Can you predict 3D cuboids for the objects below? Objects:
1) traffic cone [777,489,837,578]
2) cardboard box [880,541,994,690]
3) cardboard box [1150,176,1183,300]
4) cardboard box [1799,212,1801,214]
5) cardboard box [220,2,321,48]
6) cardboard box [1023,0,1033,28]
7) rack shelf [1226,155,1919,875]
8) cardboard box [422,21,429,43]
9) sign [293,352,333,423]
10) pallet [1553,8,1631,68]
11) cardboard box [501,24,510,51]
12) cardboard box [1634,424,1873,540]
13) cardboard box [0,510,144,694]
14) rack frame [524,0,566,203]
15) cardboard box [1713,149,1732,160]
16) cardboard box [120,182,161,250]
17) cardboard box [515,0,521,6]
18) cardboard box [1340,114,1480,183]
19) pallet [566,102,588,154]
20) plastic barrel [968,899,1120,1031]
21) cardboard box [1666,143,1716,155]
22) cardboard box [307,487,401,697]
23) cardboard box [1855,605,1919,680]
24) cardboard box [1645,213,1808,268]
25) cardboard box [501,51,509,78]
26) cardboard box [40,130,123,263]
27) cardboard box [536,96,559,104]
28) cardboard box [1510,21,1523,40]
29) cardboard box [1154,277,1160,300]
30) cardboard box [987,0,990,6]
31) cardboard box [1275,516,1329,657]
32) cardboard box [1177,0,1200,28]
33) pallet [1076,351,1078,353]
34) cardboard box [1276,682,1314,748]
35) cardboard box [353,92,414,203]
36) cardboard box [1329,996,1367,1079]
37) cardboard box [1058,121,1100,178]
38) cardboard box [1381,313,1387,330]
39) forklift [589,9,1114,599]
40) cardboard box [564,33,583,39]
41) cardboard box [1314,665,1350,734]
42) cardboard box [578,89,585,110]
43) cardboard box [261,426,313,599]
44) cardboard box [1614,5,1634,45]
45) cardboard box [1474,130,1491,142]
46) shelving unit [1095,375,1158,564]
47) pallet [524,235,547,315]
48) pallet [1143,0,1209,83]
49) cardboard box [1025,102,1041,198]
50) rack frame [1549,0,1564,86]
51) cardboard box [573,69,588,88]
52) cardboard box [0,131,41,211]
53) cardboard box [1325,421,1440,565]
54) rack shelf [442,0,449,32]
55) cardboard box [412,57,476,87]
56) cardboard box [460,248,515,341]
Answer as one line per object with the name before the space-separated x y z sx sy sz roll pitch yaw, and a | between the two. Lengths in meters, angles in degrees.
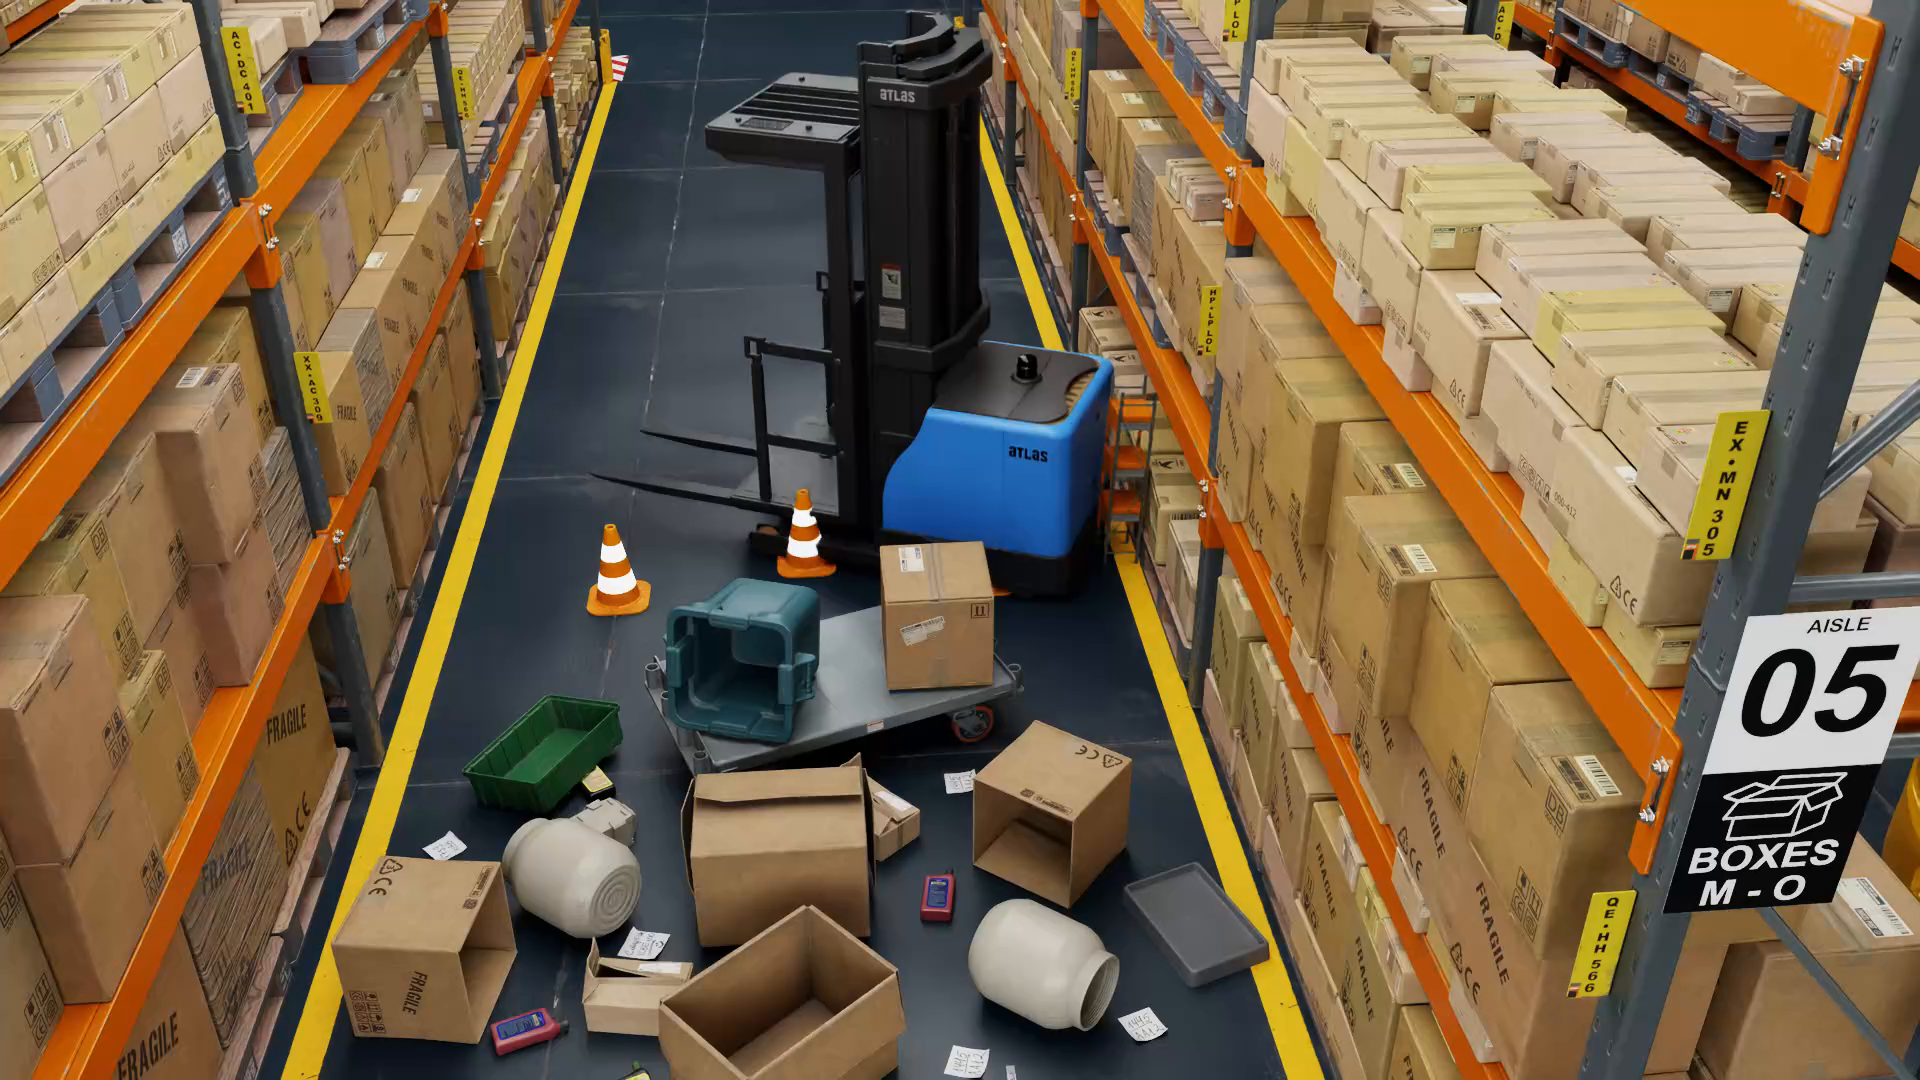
traffic cone | -0.878 -0.070 9.416 0.336 0.463 0.334 -3 31 -5
cardboard box | -0.114 0.356 7.929 0.500 0.500 0.500 -3 31 -5
cardboard box | 1.294 -1.586 8.682 0.500 0.500 0.500 -2 31 -3
cardboard box | 6.436 -2.362 12.808 0.500 0.500 0.500 -3 31 -4
cardboard box | -3.136 -2.335 7.547 0.380 0.149 0.250 -3 31 -5
cardboard box | 0.782 -4.297 12.946 0.500 0.500 0.500 -3 31 -6
rack shelf | 1.842 -0.451 5.356 1.077 0.370 4.000 -3 31 -5
cardboard box | -4.382 -4.002 13.070 0.380 0.149 0.250 -2 31 -3
sign | -2.712 -0.637 6.970 0.100 0.325 0.005 -3 31 -5
pallet | 5.815 -4.322 14.247 1.003 0.211 1.213 -3 31 -5
cardboard box | -3.702 -3.894 12.890 0.380 0.149 0.250 -4 31 -6
cardboard box | 1.703 -0.132 3.587 0.380 0.149 0.250 -2 31 -4
cardboard box | -3.126 0.285 5.148 0.875 0.550 0.500 -3 31 -5
rack frame | -4.011 -4.289 14.005 1.000 3.000 0.127 -3 31 -5
cardboard box | 6.310 -3.099 13.409 0.380 0.149 0.250 -3 31 -4
cardboard box | -2.838 -1.046 5.388 0.380 0.149 0.250 -3 31 -4
cardboard box | -3.780 -4.421 13.482 0.380 0.149 0.250 -1 31 -2
cardboard box | 1.500 -1.313 5.565 0.380 0.149 0.250 -4 31 -6
pallet | -4.227 -4.057 16.336 1.003 0.211 1.213 -3 31 -5
plastic barrel | 0.328 1.673 6.536 0.512 0.421 0.421 20 36 29
cardboard box | 5.829 -3.079 13.375 0.380 0.149 0.250 -4 31 -7
cardboard box | -3.412 0.269 8.159 1.050 0.750 0.750 -3 31 -5
cardboard box | 2.321 0.184 3.836 0.380 0.149 0.250 -3 31 -5
cardboard box | 2.186 -0.814 4.729 0.380 0.149 0.250 -2 31 -3
cardboard box | -3.676 -3.638 12.751 0.380 0.149 0.250 -4 31 -7
cardboard box | -2.871 -1.026 4.967 0.500 0.250 0.500 -3 31 -5
cardboard box | -3.877 -3.957 15.239 0.380 0.149 0.250 -3 31 -5
cardboard box | 5.479 -5.211 17.578 0.700 0.500 0.500 -2 31 -3
cardboard box | 1.251 -1.337 8.898 0.380 0.149 0.250 -3 31 -5
cardboard box | 0.495 -5.363 15.707 0.500 0.500 0.500 -3 31 -5
cardboard box | 1.523 0.086 6.292 0.500 0.500 0.500 -3 31 -5
cardboard box | 1.367 -2.707 8.168 0.500 0.250 0.500 -2 31 -4
pallet | 1.353 -0.939 11.116 1.003 0.211 1.213 -3 31 -5
cardboard box | 1.471 0.687 6.582 0.380 0.149 0.250 -1 31 -2
cardboard box | -3.557 -2.231 9.487 0.700 0.500 0.500 -3 31 -5
cardboard box | 1.645 1.885 5.941 0.500 0.250 0.500 -3 31 -4
cardboard box | 0.975 -2.717 11.519 0.500 0.250 0.500 -4 31 -6
cardboard box | 1.583 -0.713 5.339 0.380 0.149 0.250 -3 31 -4
forklift | -0.691 -1.380 9.203 3.031 2.935 1.130 10 32 16
cardboard box | -4.117 -5.153 17.243 0.380 0.149 0.250 -2 31 -4
cardboard box | 1.527 0.572 6.112 0.380 0.149 0.250 -3 31 -5
cardboard box | -3.937 -4.370 16.511 0.380 0.149 0.250 -2 31 -4
cardboard box | -3.218 -0.081 6.814 0.875 0.550 0.550 -3 31 -5
cardboard box | 5.597 -4.212 13.598 0.396 0.266 0.258 -1 31 -2
cardboard box | 2.012 -1.374 6.056 0.500 0.250 0.500 -3 31 -5
shelving unit | 0.921 -0.386 9.287 0.215 1.050 0.252 -1 28 -8
pallet | -3.820 -2.070 13.009 1.003 0.211 1.213 -3 31 -5
pallet | 1.603 -2.550 8.352 1.213 0.211 1.003 -3 31 -5
cardboard box | 1.045 -3.533 14.402 0.875 0.875 0.875 -2 31 -3
rack frame | 5.849 -4.817 14.890 1.000 3.000 0.127 -3 31 -5
cardboard box | -3.940 -4.630 16.657 0.380 0.149 0.250 -2 31 -4
cardboard box | -2.770 -1.003 4.539 0.380 0.149 0.250 -2 31 -4
cardboard box | 1.665 -0.077 5.590 0.700 0.500 0.500 -3 31 -5
rack shelf | -3.825 -4.247 11.711 1.077 0.370 4.000 -3 31 -5
cardboard box | -3.558 -3.217 11.467 0.380 0.149 0.250 -4 31 -7
cardboard box | -3.450 -1.727 11.744 0.500 0.500 0.500 -4 31 -7
